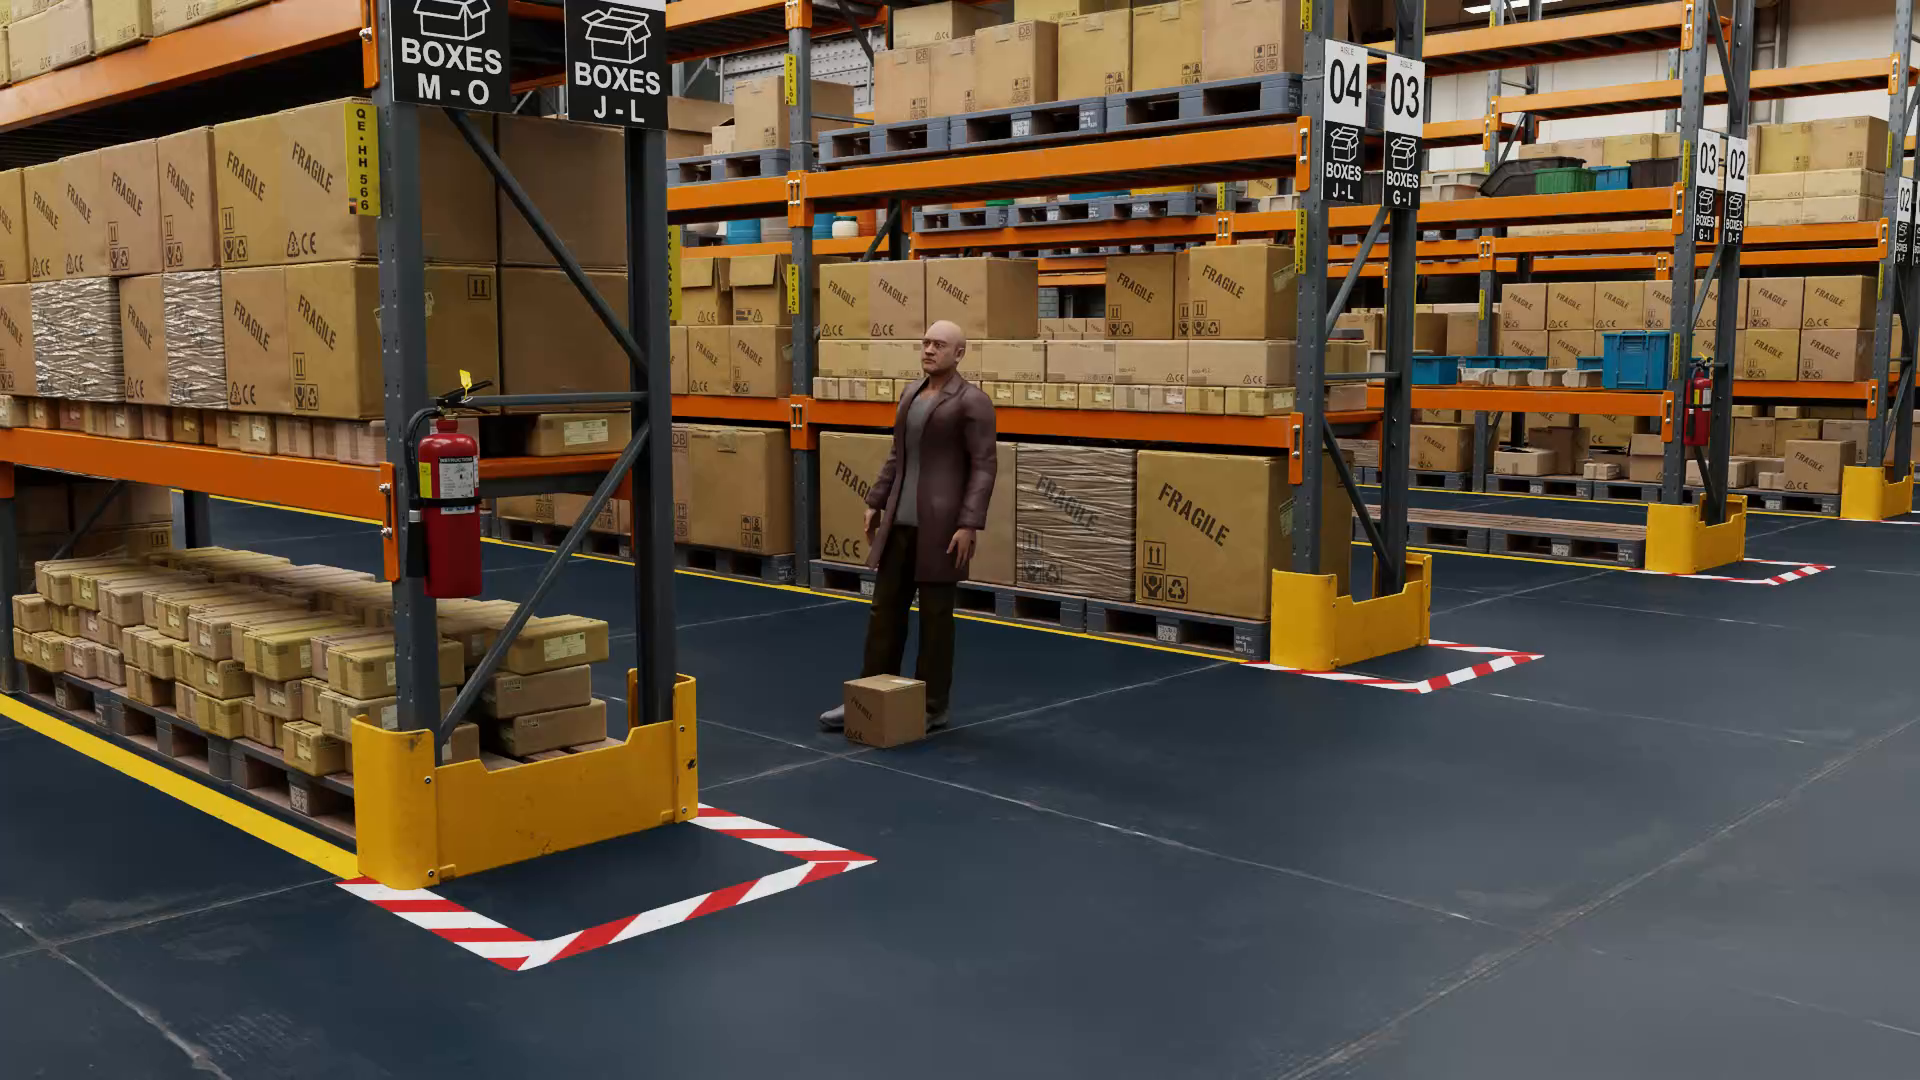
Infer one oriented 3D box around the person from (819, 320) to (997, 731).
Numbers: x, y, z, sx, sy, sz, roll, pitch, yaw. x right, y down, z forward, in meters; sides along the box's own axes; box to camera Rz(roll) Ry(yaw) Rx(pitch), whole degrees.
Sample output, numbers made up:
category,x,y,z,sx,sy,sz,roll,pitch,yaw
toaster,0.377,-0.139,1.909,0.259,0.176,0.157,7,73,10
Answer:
category,x,y,z,sx,sy,sz,roll,pitch,yaw
person,-0.206,-0.054,7.183,0.697,1.776,0.581,7,10,43
